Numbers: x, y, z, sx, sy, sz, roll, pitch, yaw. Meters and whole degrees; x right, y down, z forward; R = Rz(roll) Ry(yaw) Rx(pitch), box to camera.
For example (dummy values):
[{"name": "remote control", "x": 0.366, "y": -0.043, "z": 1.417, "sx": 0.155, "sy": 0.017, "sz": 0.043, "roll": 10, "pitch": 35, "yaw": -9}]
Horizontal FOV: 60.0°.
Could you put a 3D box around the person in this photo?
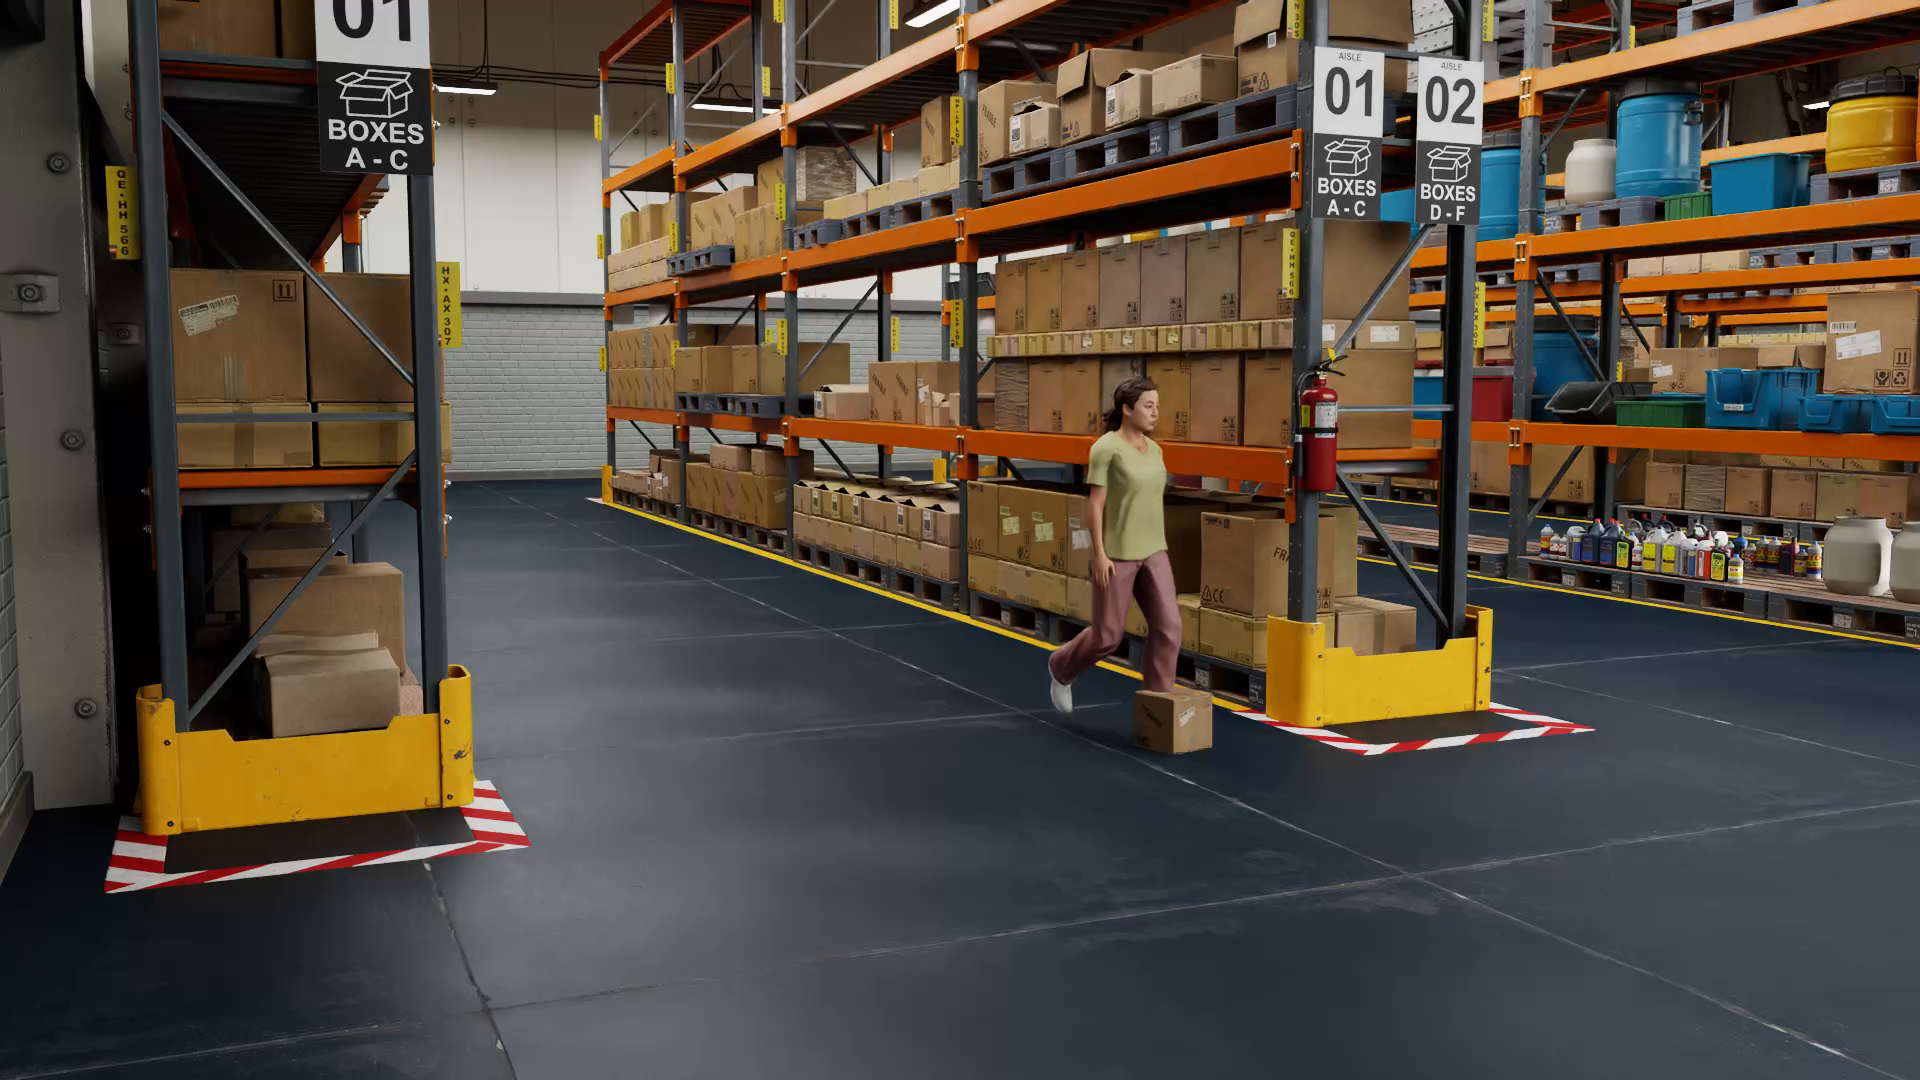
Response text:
[{"name": "person", "x": 0.747, "y": 0.066, "z": 7.636, "sx": 0.449, "sy": 1.638, "sz": 0.833, "roll": -3, "pitch": 6, "yaw": -31}]
